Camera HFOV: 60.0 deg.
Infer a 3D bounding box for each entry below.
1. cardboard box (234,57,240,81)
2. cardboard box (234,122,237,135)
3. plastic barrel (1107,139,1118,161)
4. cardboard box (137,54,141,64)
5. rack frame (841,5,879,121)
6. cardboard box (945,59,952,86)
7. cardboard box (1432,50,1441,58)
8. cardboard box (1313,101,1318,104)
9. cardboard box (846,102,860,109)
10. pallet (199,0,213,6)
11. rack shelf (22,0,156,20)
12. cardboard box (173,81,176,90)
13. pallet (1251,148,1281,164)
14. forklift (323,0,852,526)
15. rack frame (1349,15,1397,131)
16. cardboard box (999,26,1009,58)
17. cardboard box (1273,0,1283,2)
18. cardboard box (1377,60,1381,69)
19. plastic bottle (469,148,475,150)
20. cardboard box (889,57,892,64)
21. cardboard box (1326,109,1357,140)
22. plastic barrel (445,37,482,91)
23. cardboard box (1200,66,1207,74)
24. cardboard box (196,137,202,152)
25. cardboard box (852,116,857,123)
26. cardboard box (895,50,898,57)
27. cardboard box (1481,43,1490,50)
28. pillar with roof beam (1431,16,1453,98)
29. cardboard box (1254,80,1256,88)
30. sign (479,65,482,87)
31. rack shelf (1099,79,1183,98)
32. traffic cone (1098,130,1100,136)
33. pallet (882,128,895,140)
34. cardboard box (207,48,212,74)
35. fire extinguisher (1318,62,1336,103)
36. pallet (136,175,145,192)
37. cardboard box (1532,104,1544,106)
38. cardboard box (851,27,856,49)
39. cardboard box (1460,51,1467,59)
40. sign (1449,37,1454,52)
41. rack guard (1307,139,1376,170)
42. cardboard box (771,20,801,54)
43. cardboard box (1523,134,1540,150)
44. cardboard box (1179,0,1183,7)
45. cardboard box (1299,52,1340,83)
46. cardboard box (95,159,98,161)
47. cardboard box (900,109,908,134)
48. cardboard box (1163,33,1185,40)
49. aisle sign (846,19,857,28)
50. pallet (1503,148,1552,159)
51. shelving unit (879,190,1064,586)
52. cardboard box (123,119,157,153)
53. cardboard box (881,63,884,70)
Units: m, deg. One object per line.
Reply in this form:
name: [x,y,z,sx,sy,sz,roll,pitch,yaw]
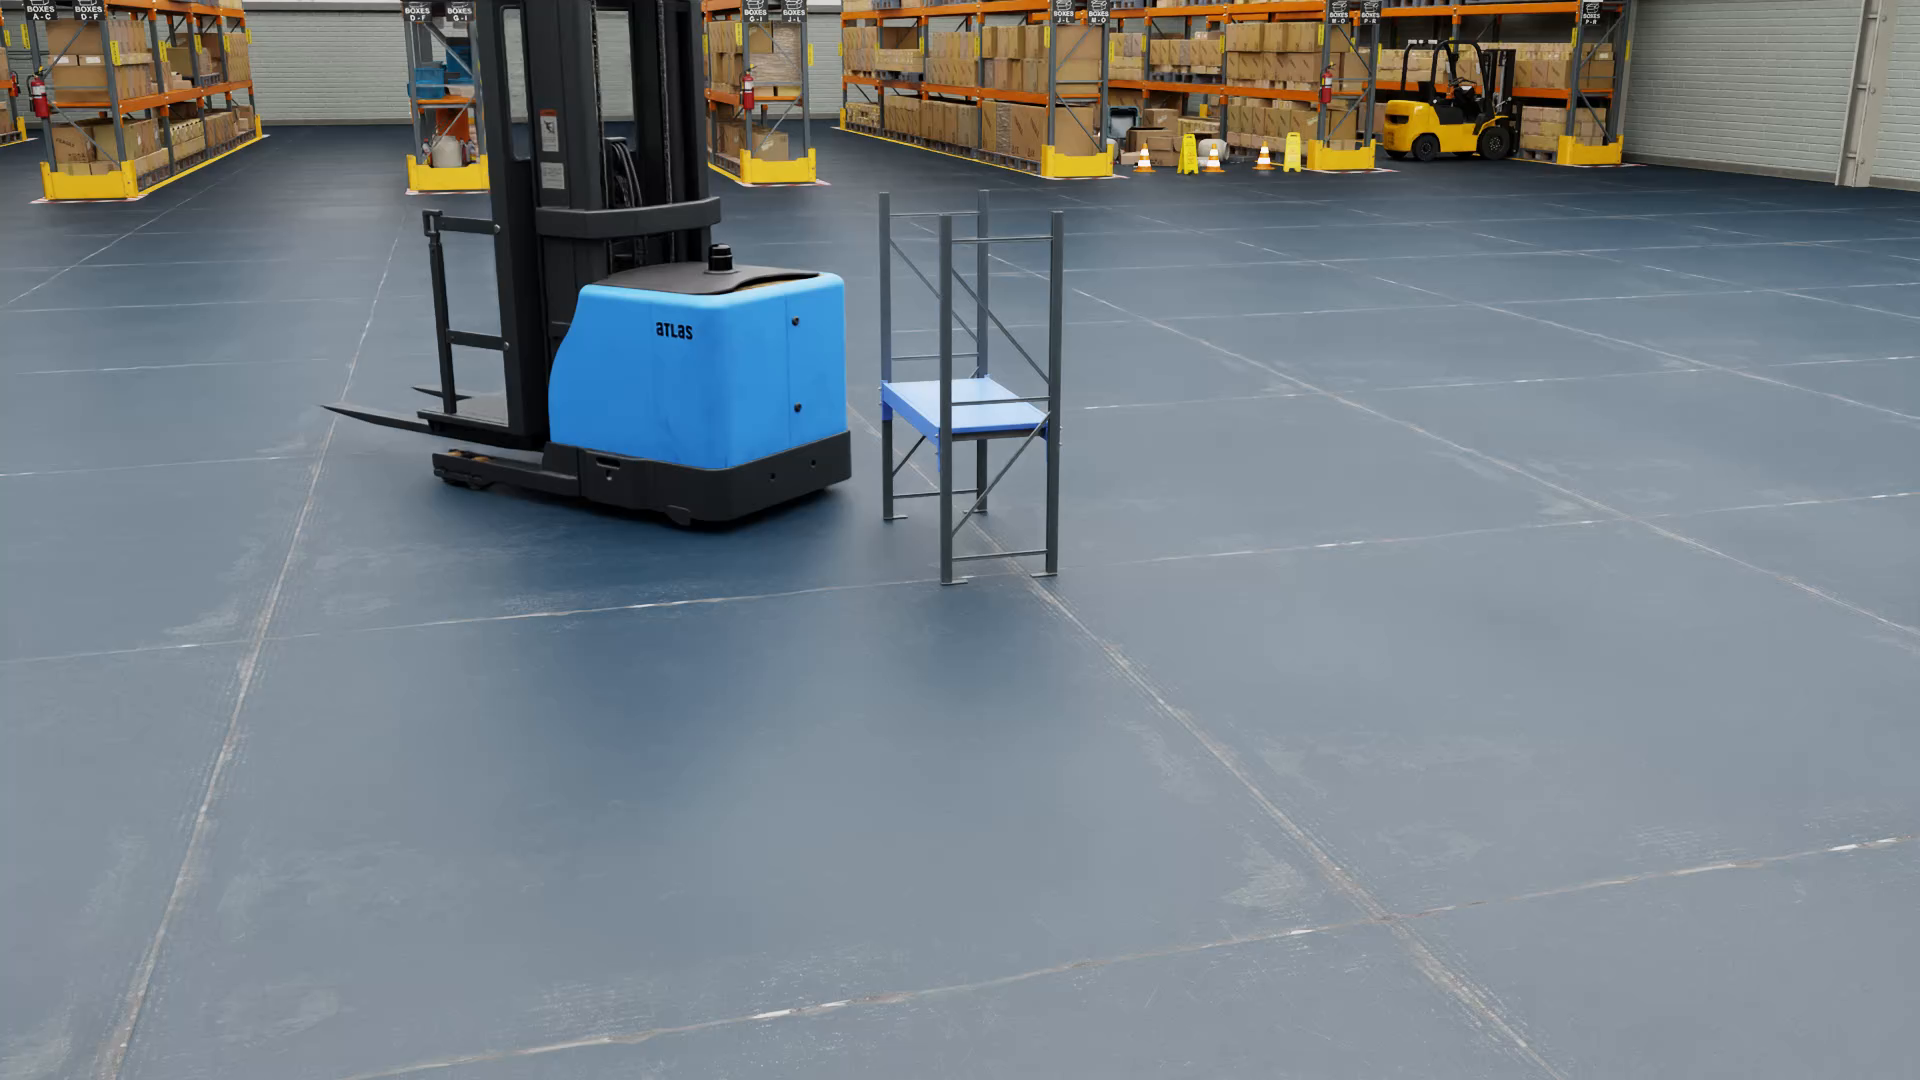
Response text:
cardboard box: [-15.845,-10.146,35.841,0.500,0.500,0.500,-5,17,-16]
cardboard box: [-15.595,-8.712,35.149,0.500,0.311,0.500,-5,17,-15]
plastic barrel: [2.620,-7.163,30.562,0.512,0.421,0.421,7,18,23]
cardboard box: [-12.931,-7.461,25.776,0.380,0.149,0.250,-5,17,-16]
rack frame: [-2.465,-11.908,41.882,1.000,3.000,0.127,-5,17,-15]
cardboard box: [0.013,-9.180,32.625,0.500,0.500,0.500,-5,17,-16]
cardboard box: [9.924,-9.979,34.158,0.380,0.149,0.250,-5,17,-15]
cardboard box: [8.520,-10.309,39.043,0.380,0.149,0.250,-6,18,-18]
cardboard box: [-2.647,-10.857,41.574,0.380,0.149,0.250,-6,18,-18]
pallet: [-15.288,-10.530,32.405,1.213,0.211,1.003,-5,17,-15]
rack shelf: [-12.940,-7.982,24.846,1.077,0.370,4.000,-5,17,-15]
cardboard box: [-14.184,-8.081,29.576,0.380,0.149,0.250,-3,17,-11]
pallet: [6.122,-7.152,30.894,1.003,0.211,1.213,-5,17,-15]
forklift: [-2.052,-1.769,8.248,3.031,2.935,1.130,11,20,32]
rack frame: [9.237,-10.508,37.221,1.000,3.000,0.127,-5,17,-15]
cardboard box: [1.181,-8.770,29.297,0.875,0.550,0.550,-5,17,-15]
cardboard box: [5.832,-9.716,29.806,0.380,0.149,0.250,-5,17,-16]
cardboard box: [9.261,-10.395,36.236,0.500,0.250,0.500,-4,17,-14]
plastic bottle: [-8.003,-6.336,27.308,0.097,0.271,0.097,0,17,0]
cardboard box: [-1.334,-10.517,36.441,0.380,0.149,0.250,-5,17,-16]
cardboard box: [6.701,-7.397,29.609,0.500,0.500,0.500,-5,18,-17]
plastic barrel: [-8.541,-8.204,28.679,0.600,0.901,0.708,-5,17,-15]
cardboard box: [4.997,-9.353,33.080,0.380,0.149,0.250,-5,17,-16]
cardboard box: [-14.065,-7.165,30.140,0.500,0.250,0.500,-5,17,-16]
cardboard box: [-2.438,-10.360,40.954,0.380,0.149,0.250,-4,17,-15]
cardboard box: [-1.195,-10.518,35.927,0.380,0.149,0.250,-4,17,-13]
cardboard box: [10.348,-9.577,32.302,0.380,0.149,0.250,-4,17,-14]
pillar with roof beam: [6.323,-12.752,34.262,9.100,9.000,0.400,-5,17,-15]
cardboard box: [5.702,-8.496,30.960,0.380,0.149,0.250,-5,17,-16]
sign: [-7.096,-6.902,24.733,0.100,0.325,0.005,-5,17,-15]
rack shelf: [3.916,-10.324,37.856,1.077,0.370,4.000,-5,17,-15]
traffic cone: [2.837,-8.027,33.370,0.336,0.463,0.334,-5,17,-15]
pallet: [-1.150,-9.251,37.883,1.003,0.211,1.213,-5,17,-15]
cardboard box: [-15.143,-9.421,32.697,0.700,0.500,0.500,-10,19,-29]
fire extinguisher: [6.252,-7.797,28.329,0.296,0.674,0.183,-5,17,-15]
pallet: [-12.641,-5.209,24.426,1.003,0.211,1.213,-5,17,-15]
cardboard box: [11.083,-8.226,31.934,0.500,0.250,0.500,-5,17,-16]
cardboard box: [-2.330,-12.148,40.250,0.500,0.500,0.500,-5,17,-16]
cardboard box: [10.171,-9.651,33.067,0.380,0.149,0.250,-5,17,-16]
sign: [9.817,-9.873,33.231,0.100,0.325,0.005,-5,17,-15]
rack guard: [6.643,-6.726,28.974,1.175,0.500,0.348,-5,17,-15]
cardboard box: [-2.753,-7.961,26.313,0.500,0.500,0.500,-5,17,-15]
cardboard box: [10.875,-7.423,30.999,0.500,0.250,0.500,-5,17,-15]
cardboard box: [4.912,-11.181,34.068,0.797,0.503,0.637,-5,17,-15]
cardboard box: [6.250,-8.221,28.914,0.500,0.500,0.500,-5,17,-16]
cardboard box: [-12.971,-5.483,24.541,0.500,0.250,0.500,-5,17,-15]
cardboard box: [-0.998,-9.150,36.313,0.500,0.500,0.500,-6,18,-18]
cardboard box: [4.565,-10.797,36.271,0.500,0.500,0.500,-5,18,-17]
aisle sign: [-2.773,-13.150,41.496,0.394,0.787,0.004,-5,17,-15]
pallet: [10.854,-7.505,32.070,1.003,0.211,1.213,-5,17,-15]
shelving unit: [0.023,-0.695,7.158,0.538,1.500,1.048,-5,17,-15]
cardboard box: [-12.885,-6.298,25.950,0.500,0.500,0.500,-5,17,-15]
cardboard box: [-1.553,-10.592,37.206,0.380,0.149,0.250,-5,17,-15]
